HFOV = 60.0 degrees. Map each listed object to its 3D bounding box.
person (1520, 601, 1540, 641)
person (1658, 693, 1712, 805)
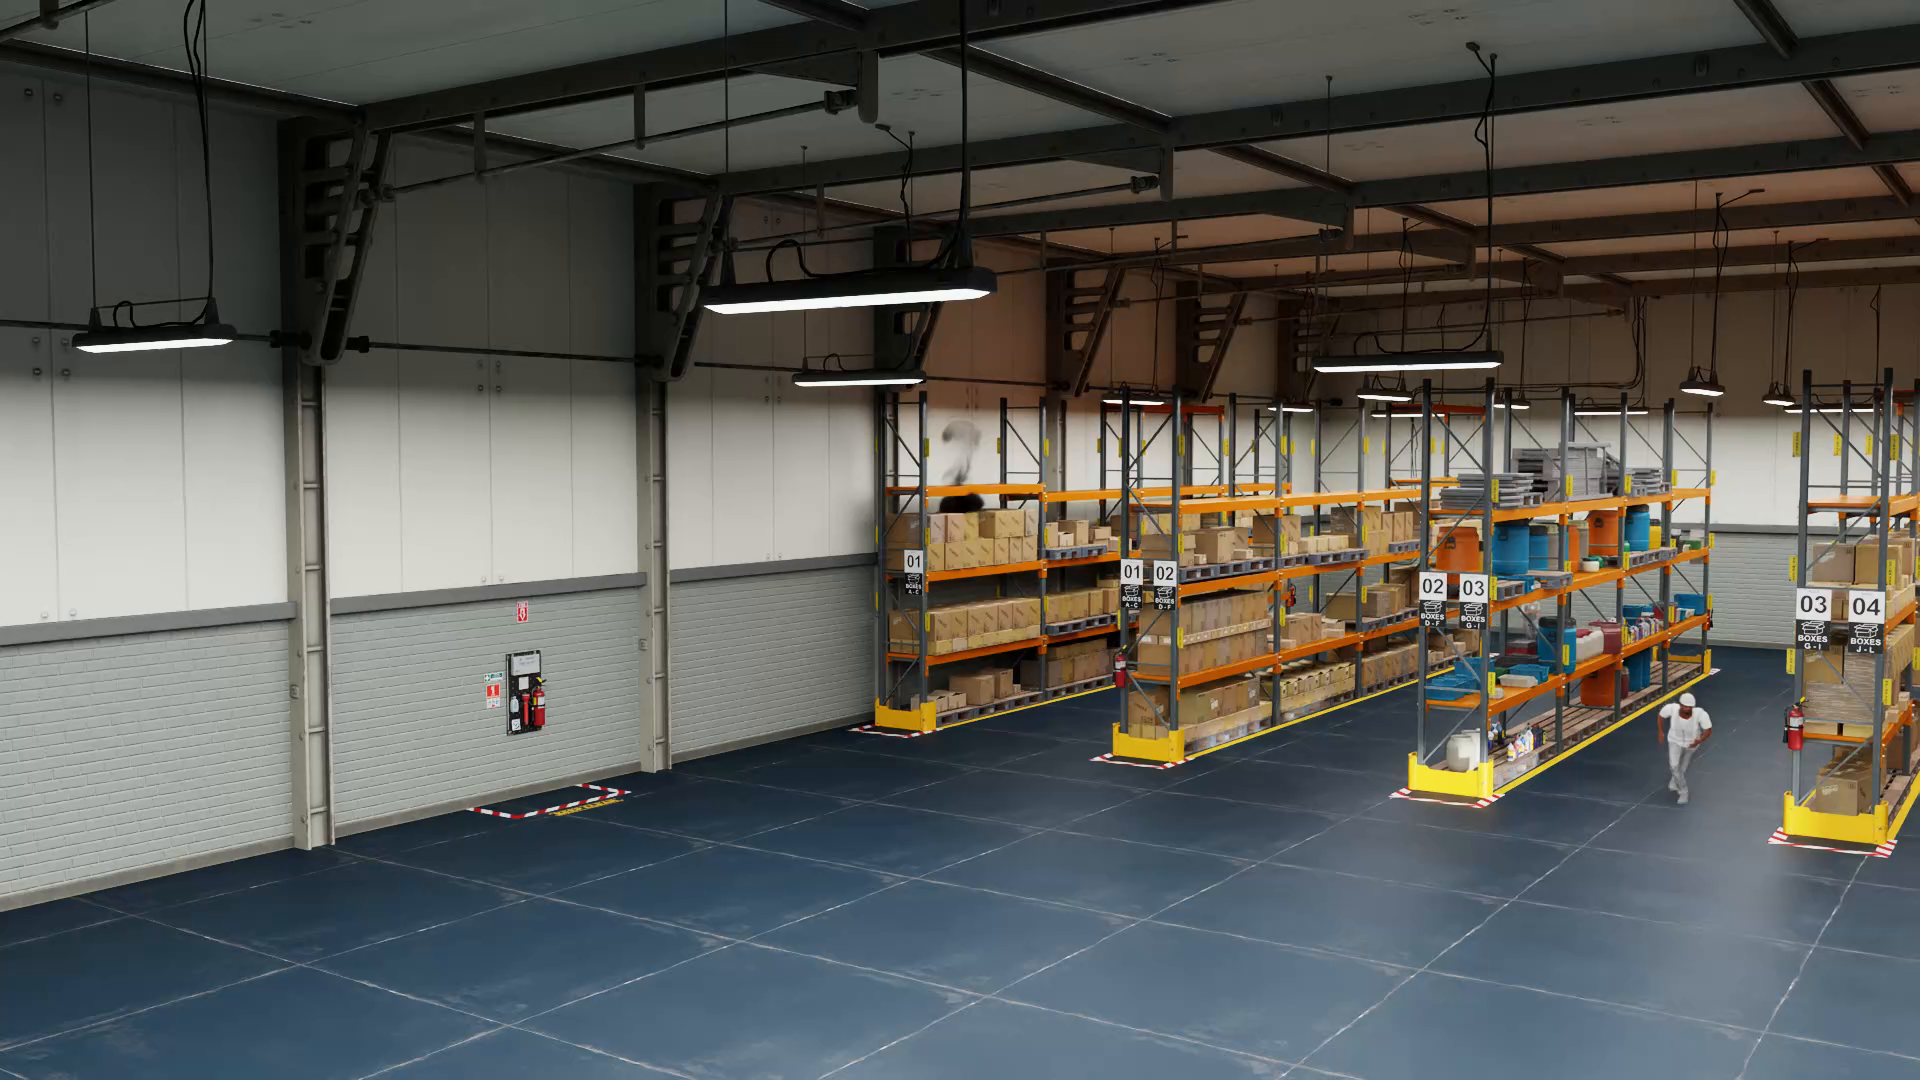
[{"bbox_3d":[13.679,2.026,39.925,0.537,1.637,0.761,0,3,4],"label":"person"},{"bbox_3d":[10.300,2.911,23.658,0.707,1.596,1.130,1,3,21],"label":"person"}]
